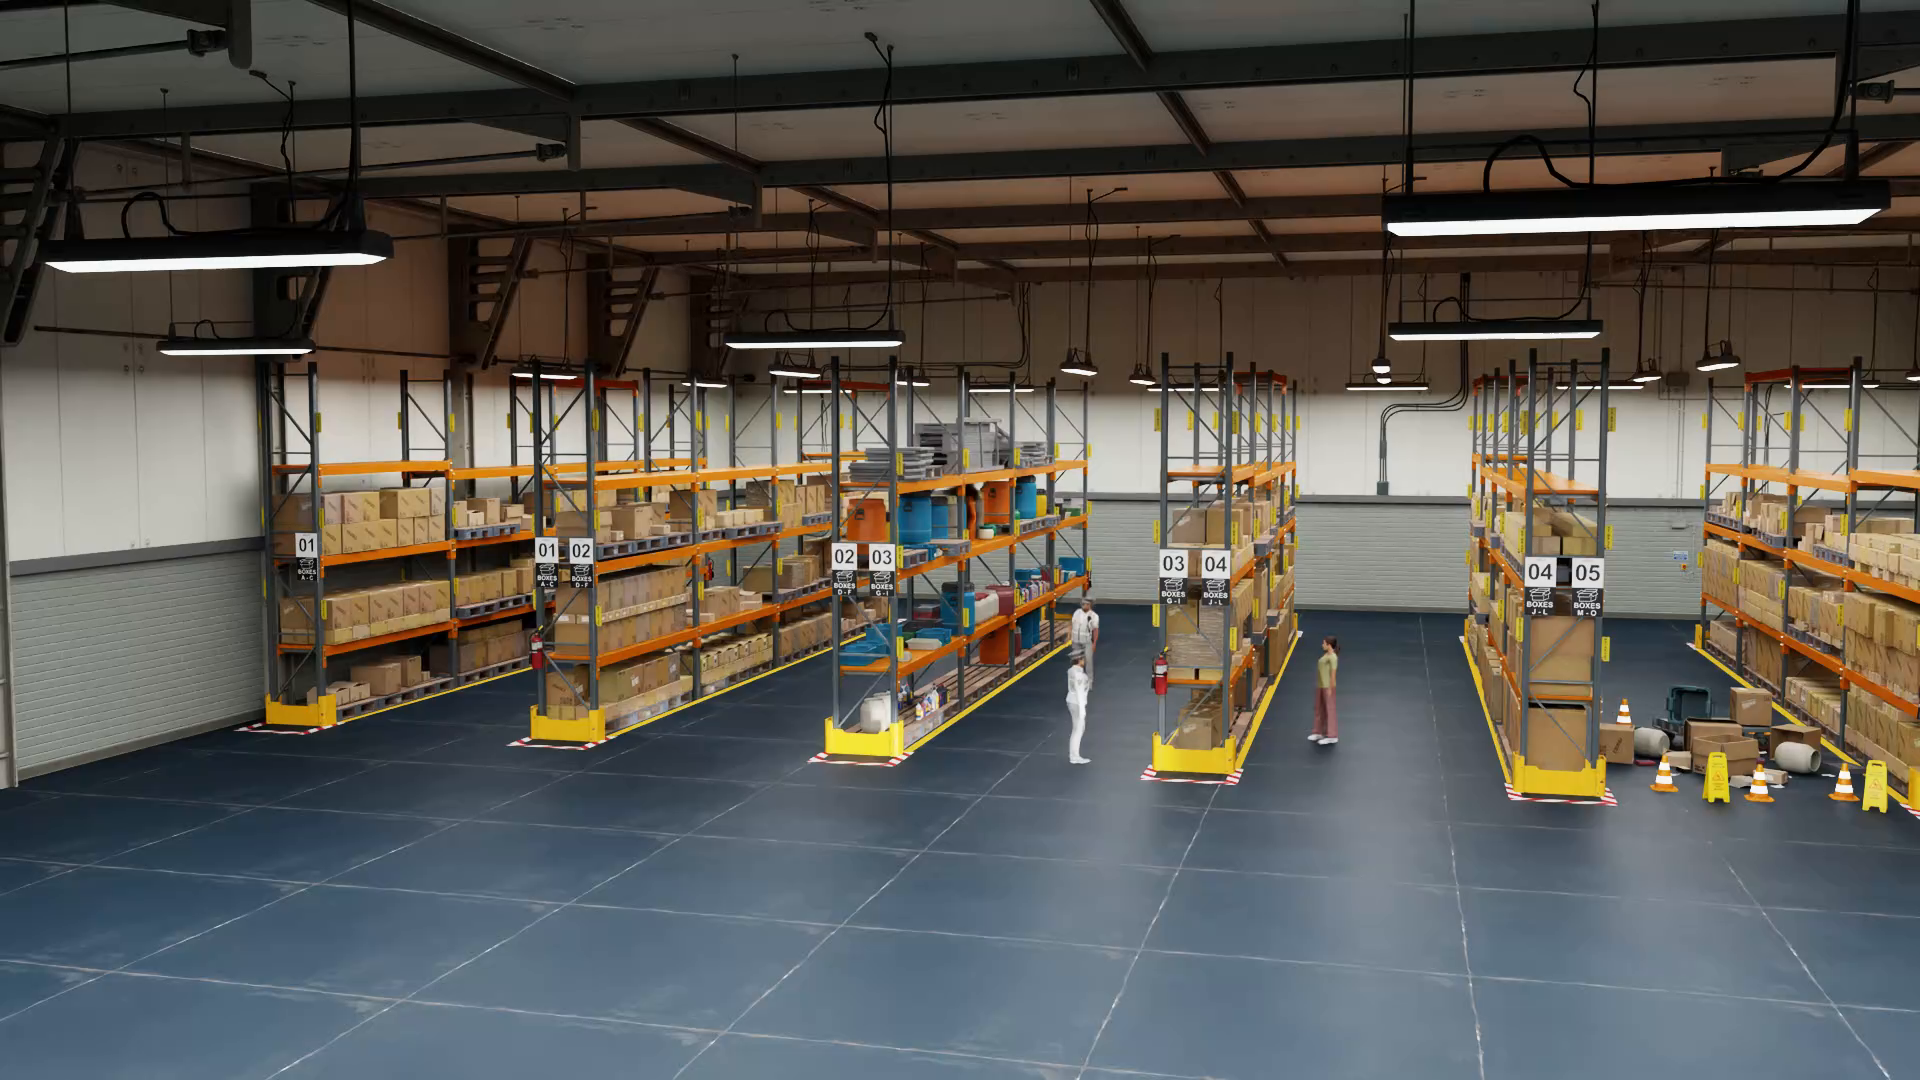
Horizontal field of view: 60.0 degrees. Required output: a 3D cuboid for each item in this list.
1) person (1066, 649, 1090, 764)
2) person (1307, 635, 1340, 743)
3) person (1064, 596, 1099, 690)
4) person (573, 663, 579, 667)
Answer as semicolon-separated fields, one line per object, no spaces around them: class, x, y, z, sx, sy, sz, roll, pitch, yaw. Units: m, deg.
person;1.744;2.470;24.481;0.346;1.735;0.551;-1;4;-9
person;5.721;2.328;26.104;0.457;1.670;0.501;-1;4;-18
person;2.287;1.929;31.372;0.642;1.721;0.735;2;4;20
person;-7.382;1.918;32.423;0.391;1.694;0.537;4;6;44
